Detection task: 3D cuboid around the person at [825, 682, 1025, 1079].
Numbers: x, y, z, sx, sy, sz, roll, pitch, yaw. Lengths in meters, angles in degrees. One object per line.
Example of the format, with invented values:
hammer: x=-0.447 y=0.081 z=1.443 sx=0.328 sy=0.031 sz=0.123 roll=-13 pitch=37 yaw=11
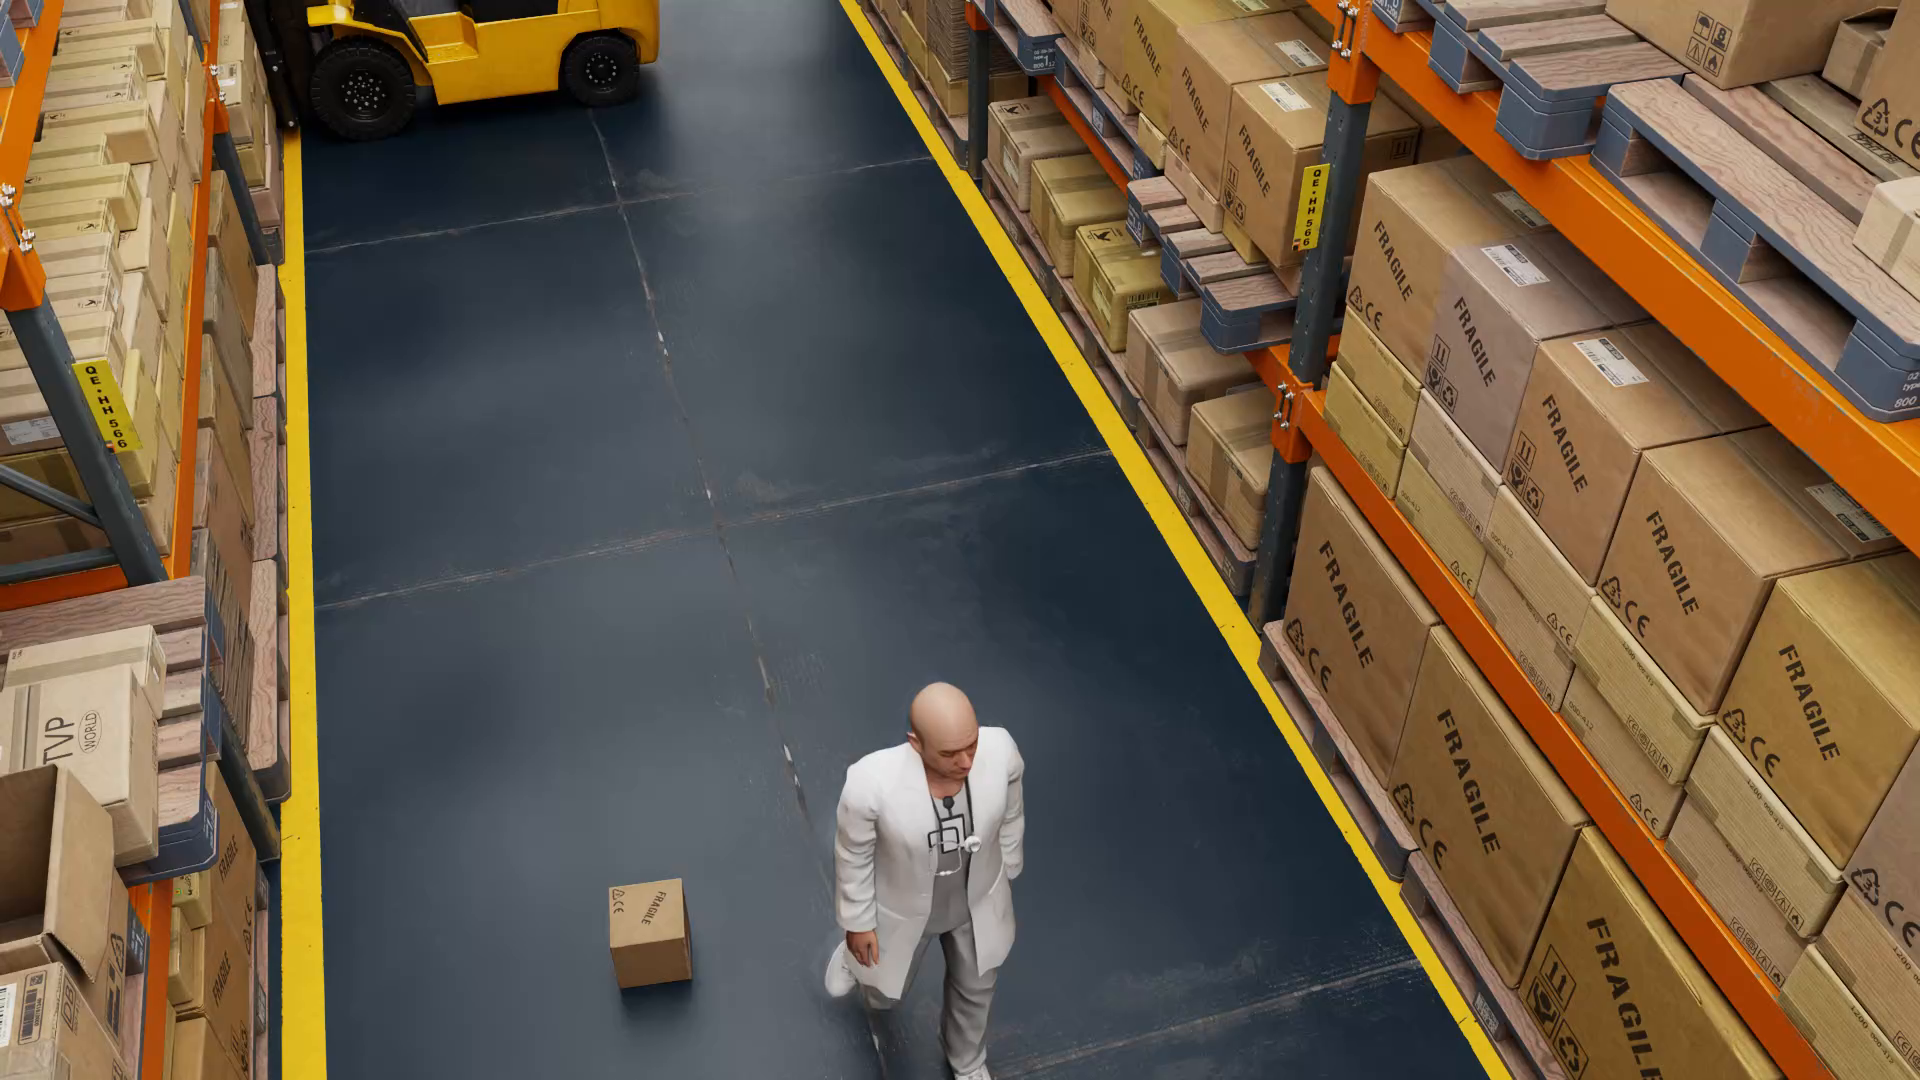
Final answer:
person: x=-0.111 y=1.006 z=5.002 sx=0.597 sy=1.772 sz=0.774 roll=-13 pitch=43 yaw=-14
